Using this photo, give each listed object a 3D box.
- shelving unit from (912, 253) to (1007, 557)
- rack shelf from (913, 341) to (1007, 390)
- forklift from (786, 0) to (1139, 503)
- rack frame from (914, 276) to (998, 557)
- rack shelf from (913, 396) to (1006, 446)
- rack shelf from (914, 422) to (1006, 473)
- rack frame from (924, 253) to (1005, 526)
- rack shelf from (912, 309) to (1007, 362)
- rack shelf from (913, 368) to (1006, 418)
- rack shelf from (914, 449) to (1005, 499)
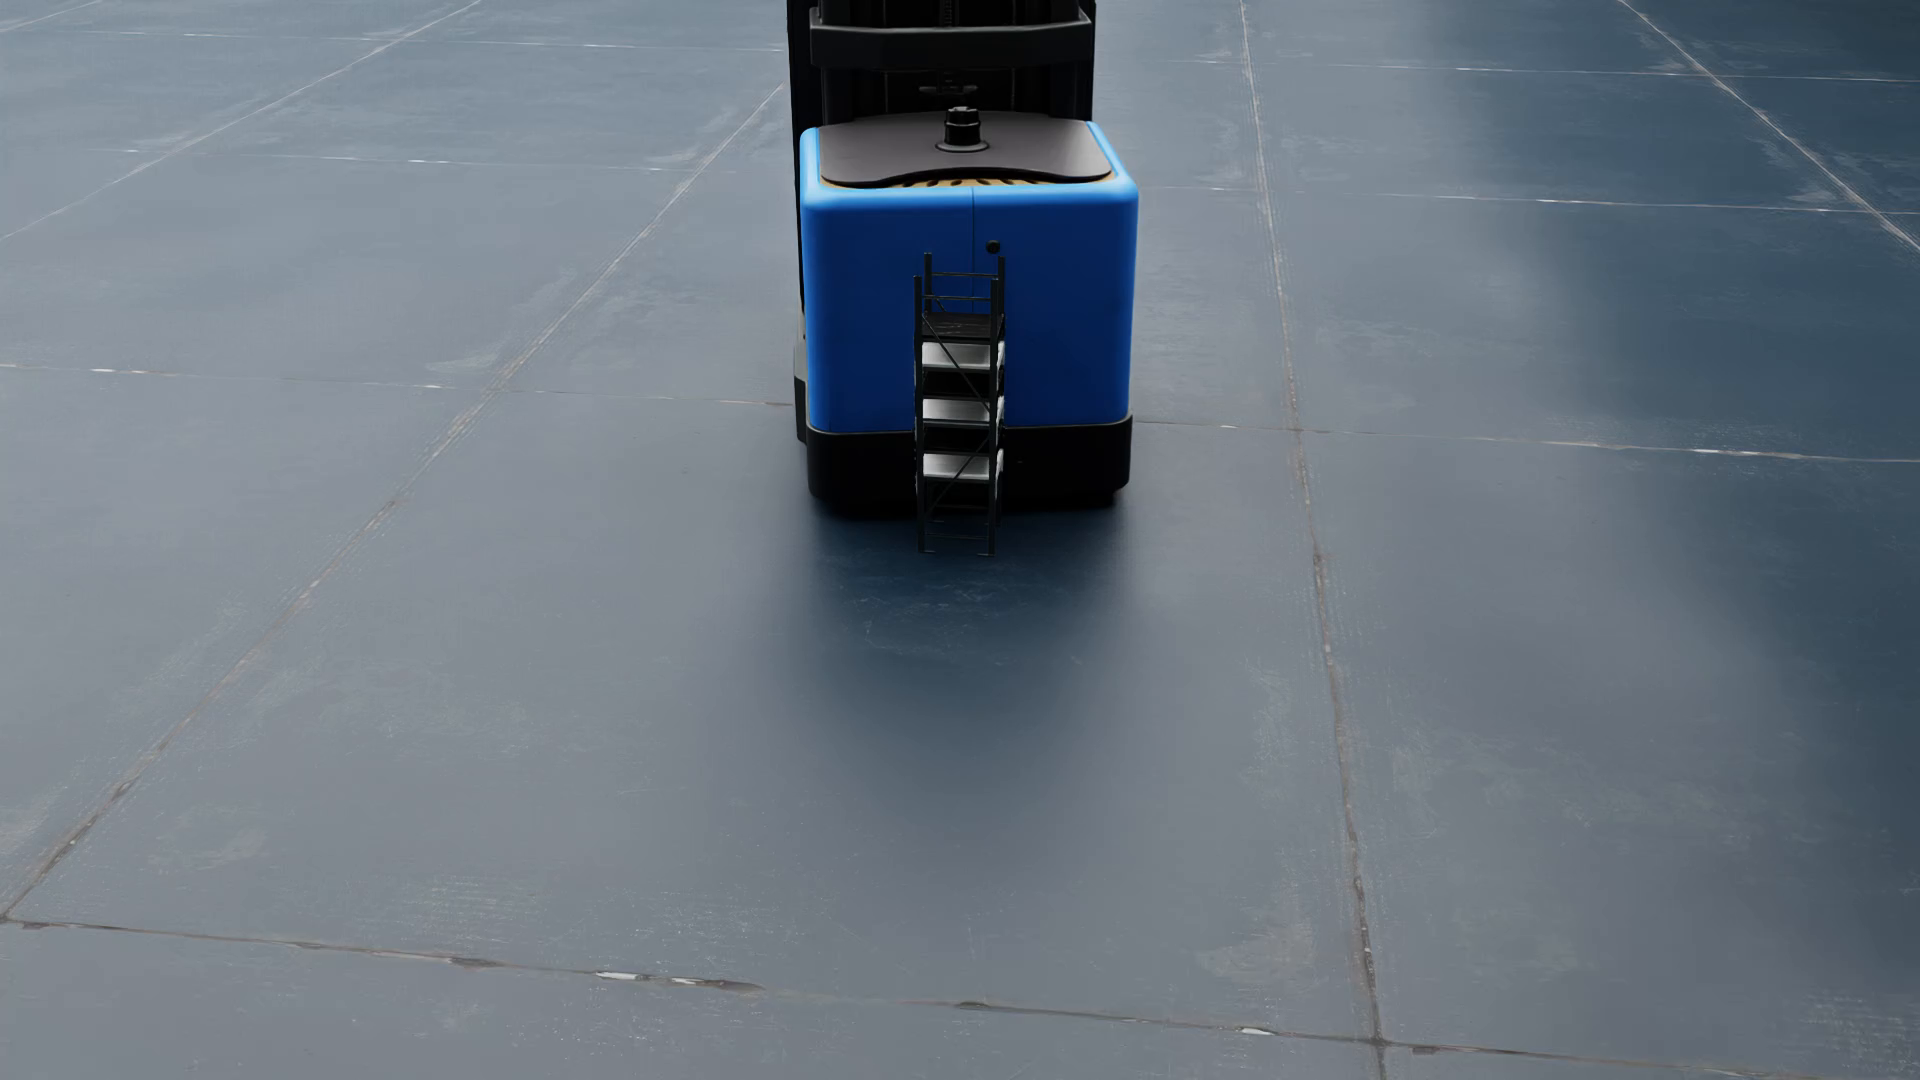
[{"bbox_3d":[0.001,-0.400,5.044,0.258,0.900,0.210,3,28,6],"label":"shelving unit"},{"bbox_3d":[0.001,-0.529,4.974,0.258,0.077,0.200,3,28,6],"label":"rack shelf"},{"bbox_3d":[-0.088,-2.079,6.018,1.130,2.935,3.031,-2,28,-4],"label":"forklift"},{"bbox_3d":[-0.011,-0.352,4.955,0.240,0.900,0.006,3,28,6],"label":"rack frame"},{"bbox_3d":[0.001,-0.371,5.059,0.258,0.077,0.200,3,28,6],"label":"rack shelf"},{"bbox_3d":[0.001,-0.291,5.102,0.258,0.077,0.200,3,28,6],"label":"rack shelf"},{"bbox_3d":[0.013,-0.448,5.132,0.240,0.900,0.006,3,28,6],"label":"rack frame"},{"bbox_3d":[0.001,-0.608,4.931,0.258,0.077,0.200,3,28,6],"label":"rack shelf"},{"bbox_3d":[0.001,-0.450,5.017,0.258,0.077,0.200,3,28,6],"label":"rack shelf"},{"bbox_3d":[0.001,-0.212,5.145,0.258,0.077,0.200,3,28,6],"label":"rack shelf"}]
